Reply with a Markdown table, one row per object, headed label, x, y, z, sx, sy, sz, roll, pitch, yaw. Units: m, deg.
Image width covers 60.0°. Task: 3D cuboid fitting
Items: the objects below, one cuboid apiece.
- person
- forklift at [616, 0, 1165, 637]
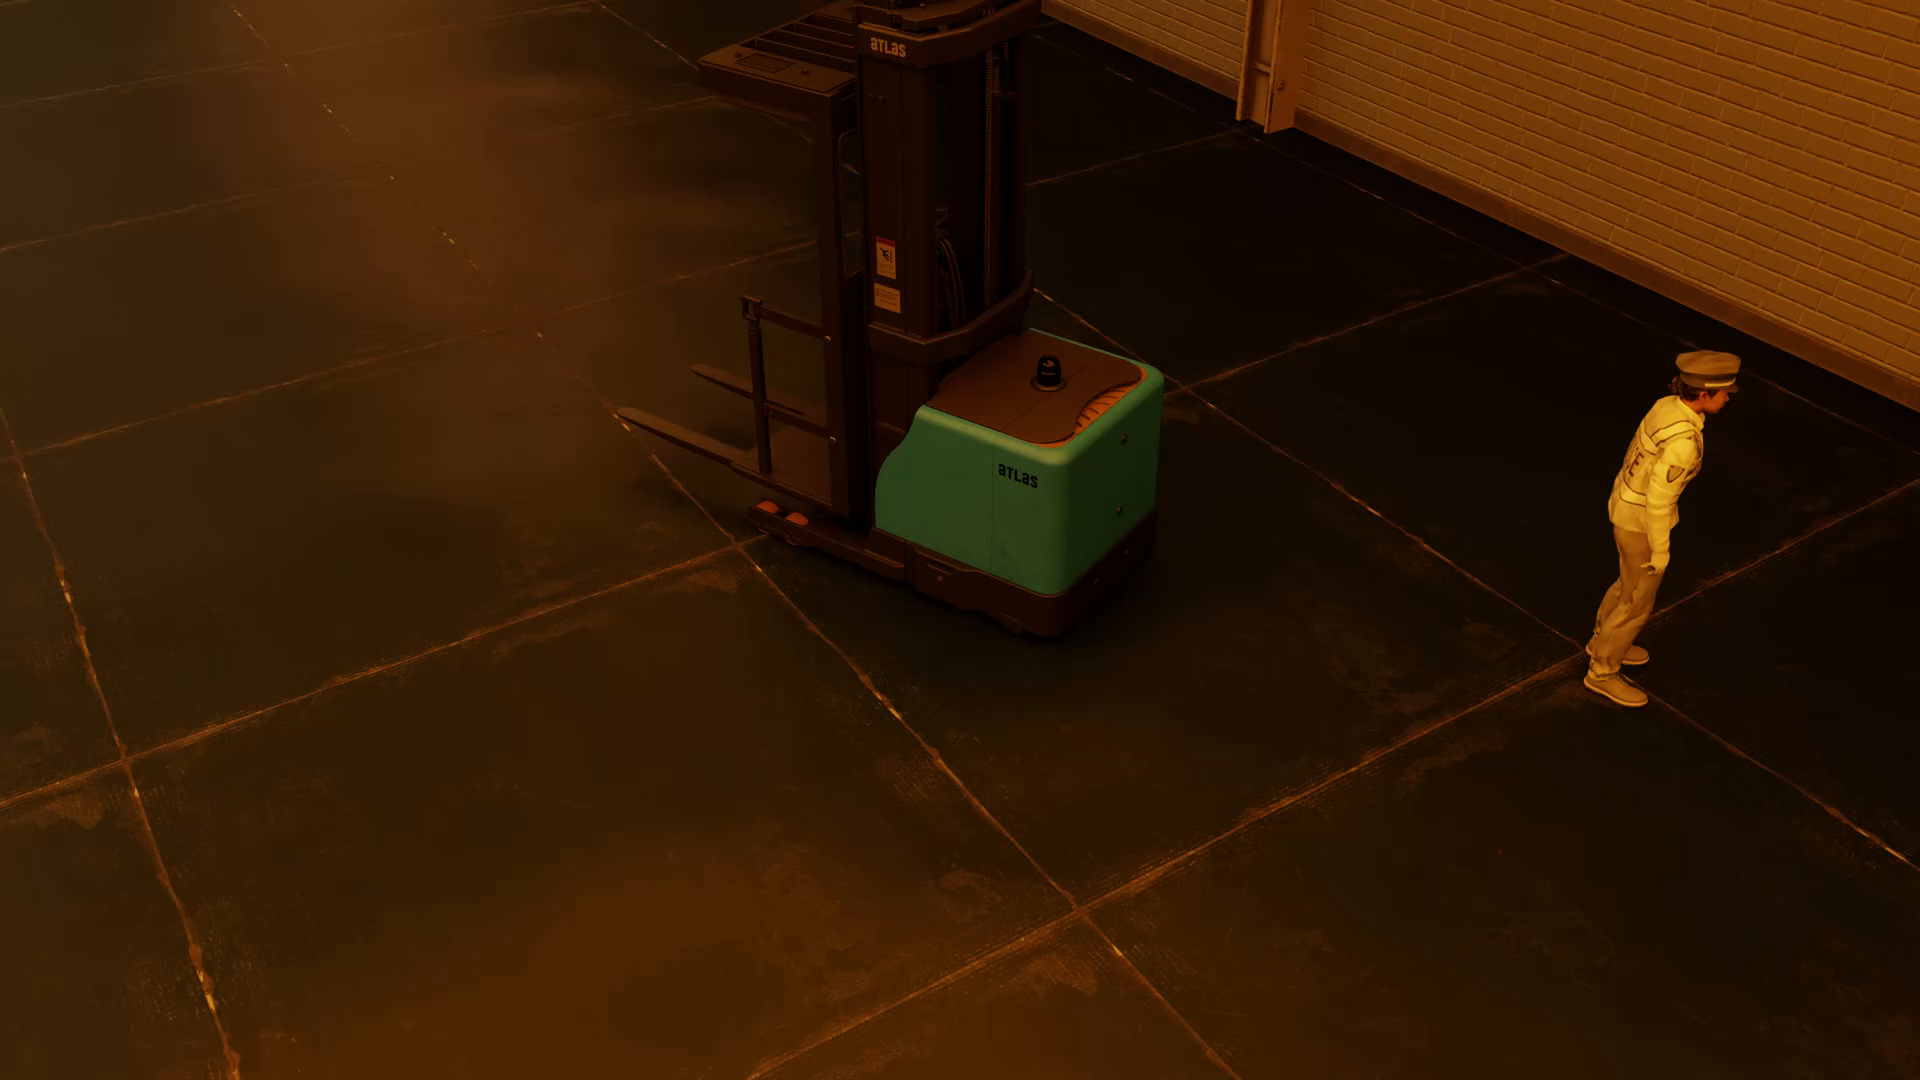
| label | x | y | z | sx | sy | sz | roll | pitch | yaw |
| --- | --- | --- | --- | --- | --- | --- | --- | --- | --- |
| person | 3.058 | -0.076 | 7.359 | 0.375 | 1.664 | 0.547 | 10 | 36 | 14 |
| forklift | -0.500 | -1.399 | 8.138 | 3.031 | 2.935 | 1.130 | 22 | 41 | 28 |
